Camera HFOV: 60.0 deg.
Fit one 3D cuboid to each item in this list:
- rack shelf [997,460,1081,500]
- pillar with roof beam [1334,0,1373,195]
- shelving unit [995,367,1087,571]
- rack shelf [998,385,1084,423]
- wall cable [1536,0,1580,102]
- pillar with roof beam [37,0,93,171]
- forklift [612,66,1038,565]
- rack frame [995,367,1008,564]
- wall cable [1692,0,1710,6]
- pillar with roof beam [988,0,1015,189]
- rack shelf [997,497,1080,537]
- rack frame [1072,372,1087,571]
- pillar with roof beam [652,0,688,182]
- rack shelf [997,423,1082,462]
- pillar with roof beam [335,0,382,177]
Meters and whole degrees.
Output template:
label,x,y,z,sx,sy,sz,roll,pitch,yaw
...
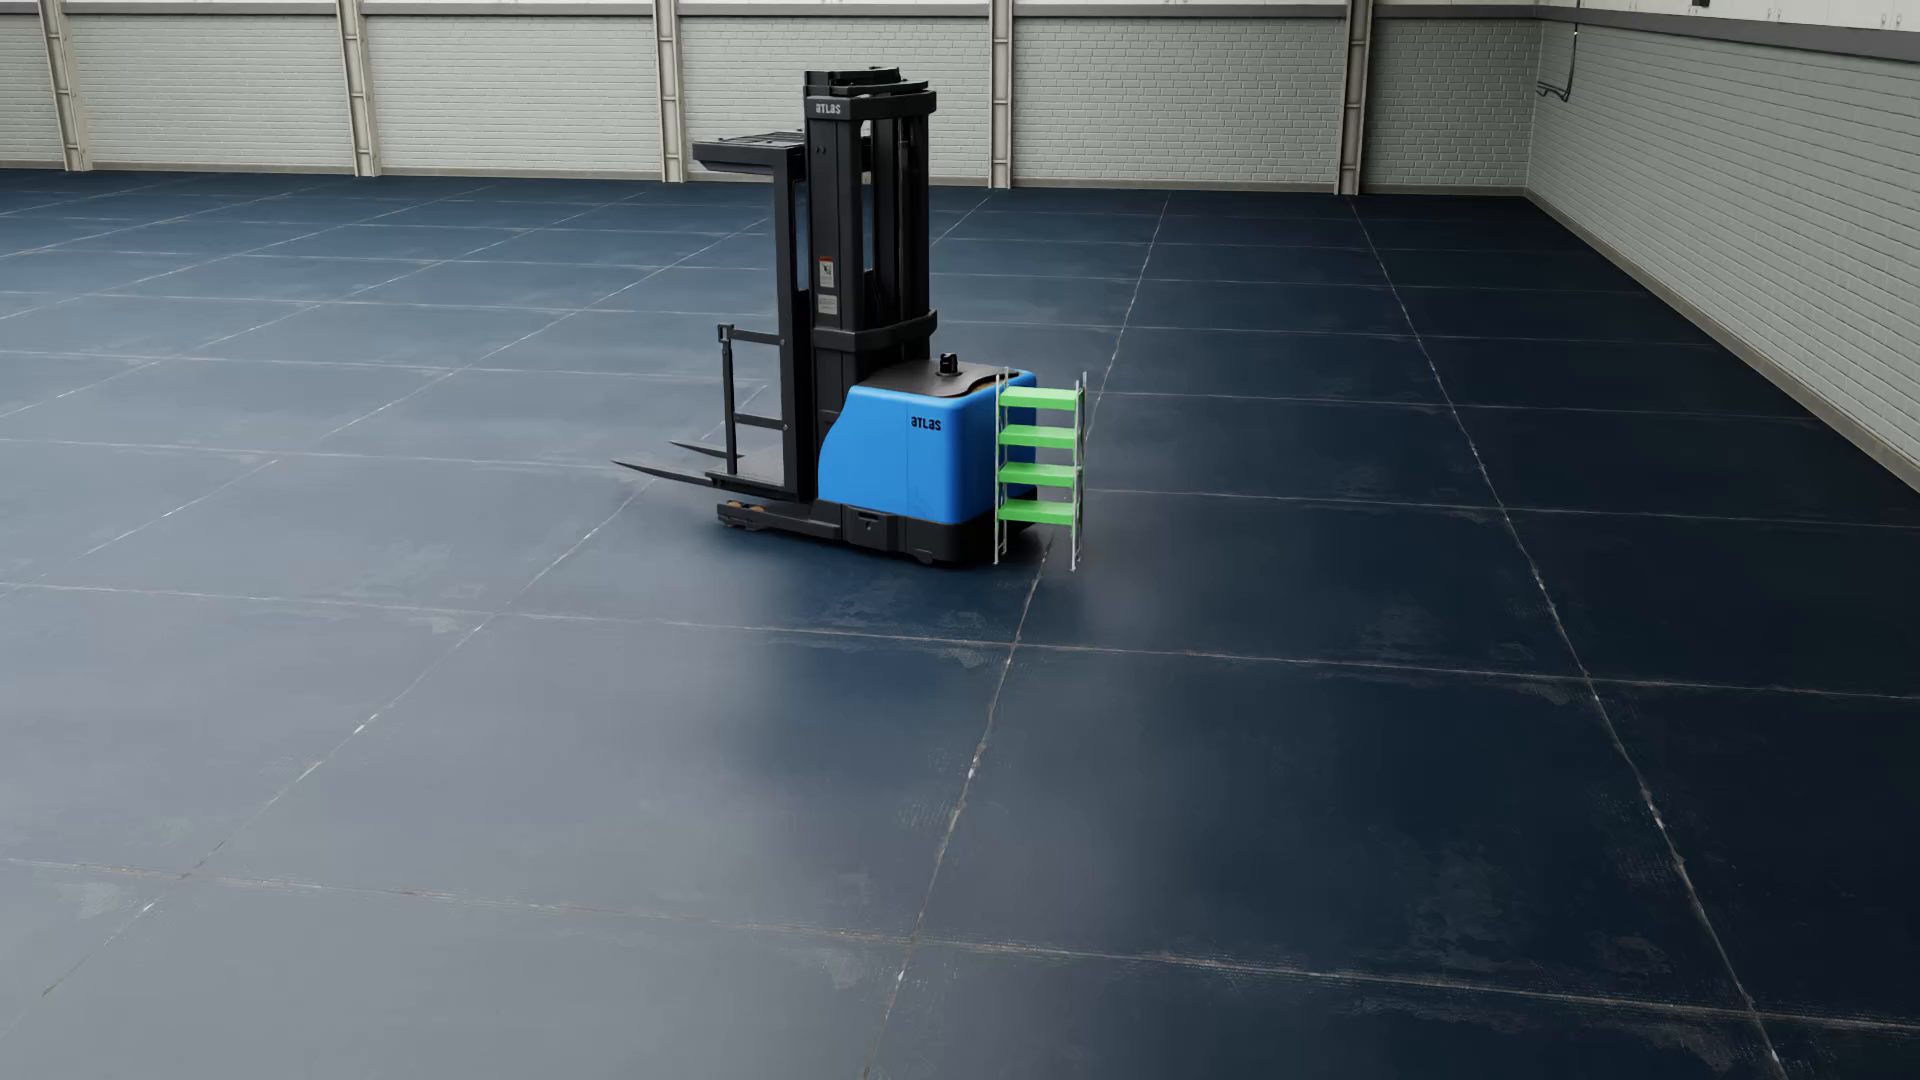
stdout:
label,x,y,z,sx,sy,sz,roll,pitch,yaw
rack shelf,0.492,-0.373,10.227,0.480,0.148,0.258,5,19,15
pillar with roof beam,5.959,-8.876,23.149,0.400,9.000,9.100,3,19,9
shelving unit,0.492,-0.433,10.207,0.503,1.200,0.258,5,19,15
rack shelf,0.492,-0.828,10.075,0.480,0.148,0.258,5,19,15
wall cable,9.341,-8.190,25.991,0.112,2.526,3.097,3,19,9
pillar with roof beam,-17.737,-10.084,26.759,0.400,9.000,9.100,3,19,9
forklift,-1.012,-1.573,10.885,3.031,2.935,1.130,11,22,31
rack frame,0.257,-0.454,10.268,0.015,1.200,0.240,5,19,15
wall cable,7.819,-8.302,16.073,0.169,6.003,2.305,3,19,9
pillar with roof beam,0.035,-9.178,24.052,0.400,9.000,9.100,3,19,9
rack shelf,0.492,-0.145,10.303,0.480,0.148,0.258,5,19,15
rack frame,0.727,-0.412,10.145,0.015,1.200,0.240,5,19,15
pillar with roof beam,-5.889,-9.480,24.954,0.400,9.000,9.100,3,19,9
rack shelf,0.492,-0.600,10.151,0.480,0.148,0.258,5,19,15
pillar with roof beam,-11.813,-9.782,25.857,0.400,9.000,9.100,3,19,9
